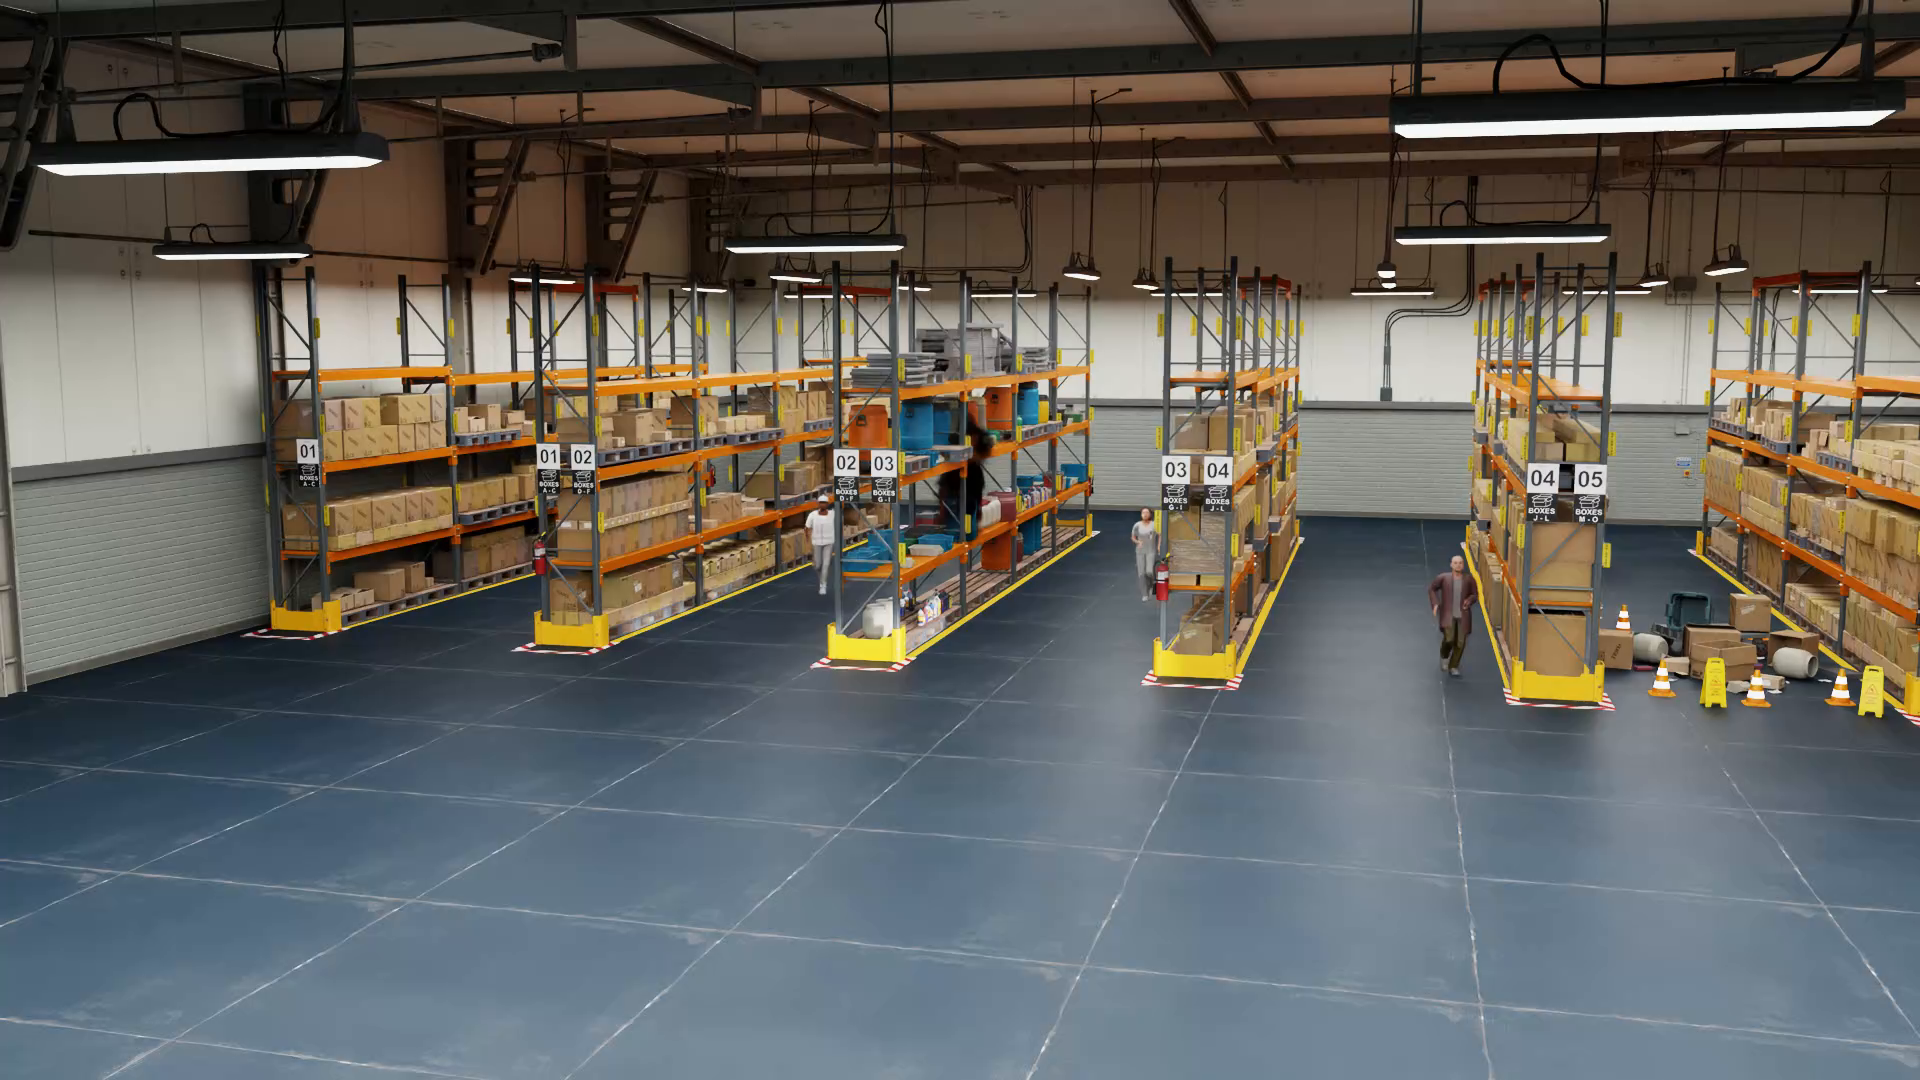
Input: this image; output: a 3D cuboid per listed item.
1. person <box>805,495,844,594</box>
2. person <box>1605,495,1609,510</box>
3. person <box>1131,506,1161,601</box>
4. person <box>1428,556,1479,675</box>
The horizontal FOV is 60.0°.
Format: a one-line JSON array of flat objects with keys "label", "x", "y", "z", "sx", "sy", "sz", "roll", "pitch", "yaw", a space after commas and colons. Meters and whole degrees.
[{"label": "person", "x": -2.443, "y": 0.068, "z": 29.882, "sx": 0.699, "sy": 1.750, "sz": 0.758, "roll": 0, "pitch": 7, "yaw": 2}, {"label": "person", "x": 13.733, "y": -0.453, "z": 36.228, "sx": 0.650, "sy": 1.841, "sz": 0.968, "roll": 1, "pitch": 7, "yaw": 7}, {"label": "person", "x": 3.231, "y": 0.248, "z": 28.820, "sx": 0.550, "sy": 1.657, "sz": 0.571, "roll": 2, "pitch": 7, "yaw": 12}, {"label": "person", "x": 7.147, "y": 1.098, "z": 24.016, "sx": 0.694, "sy": 1.729, "sz": 0.615, "roll": 1, "pitch": 7, "yaw": 7}]
